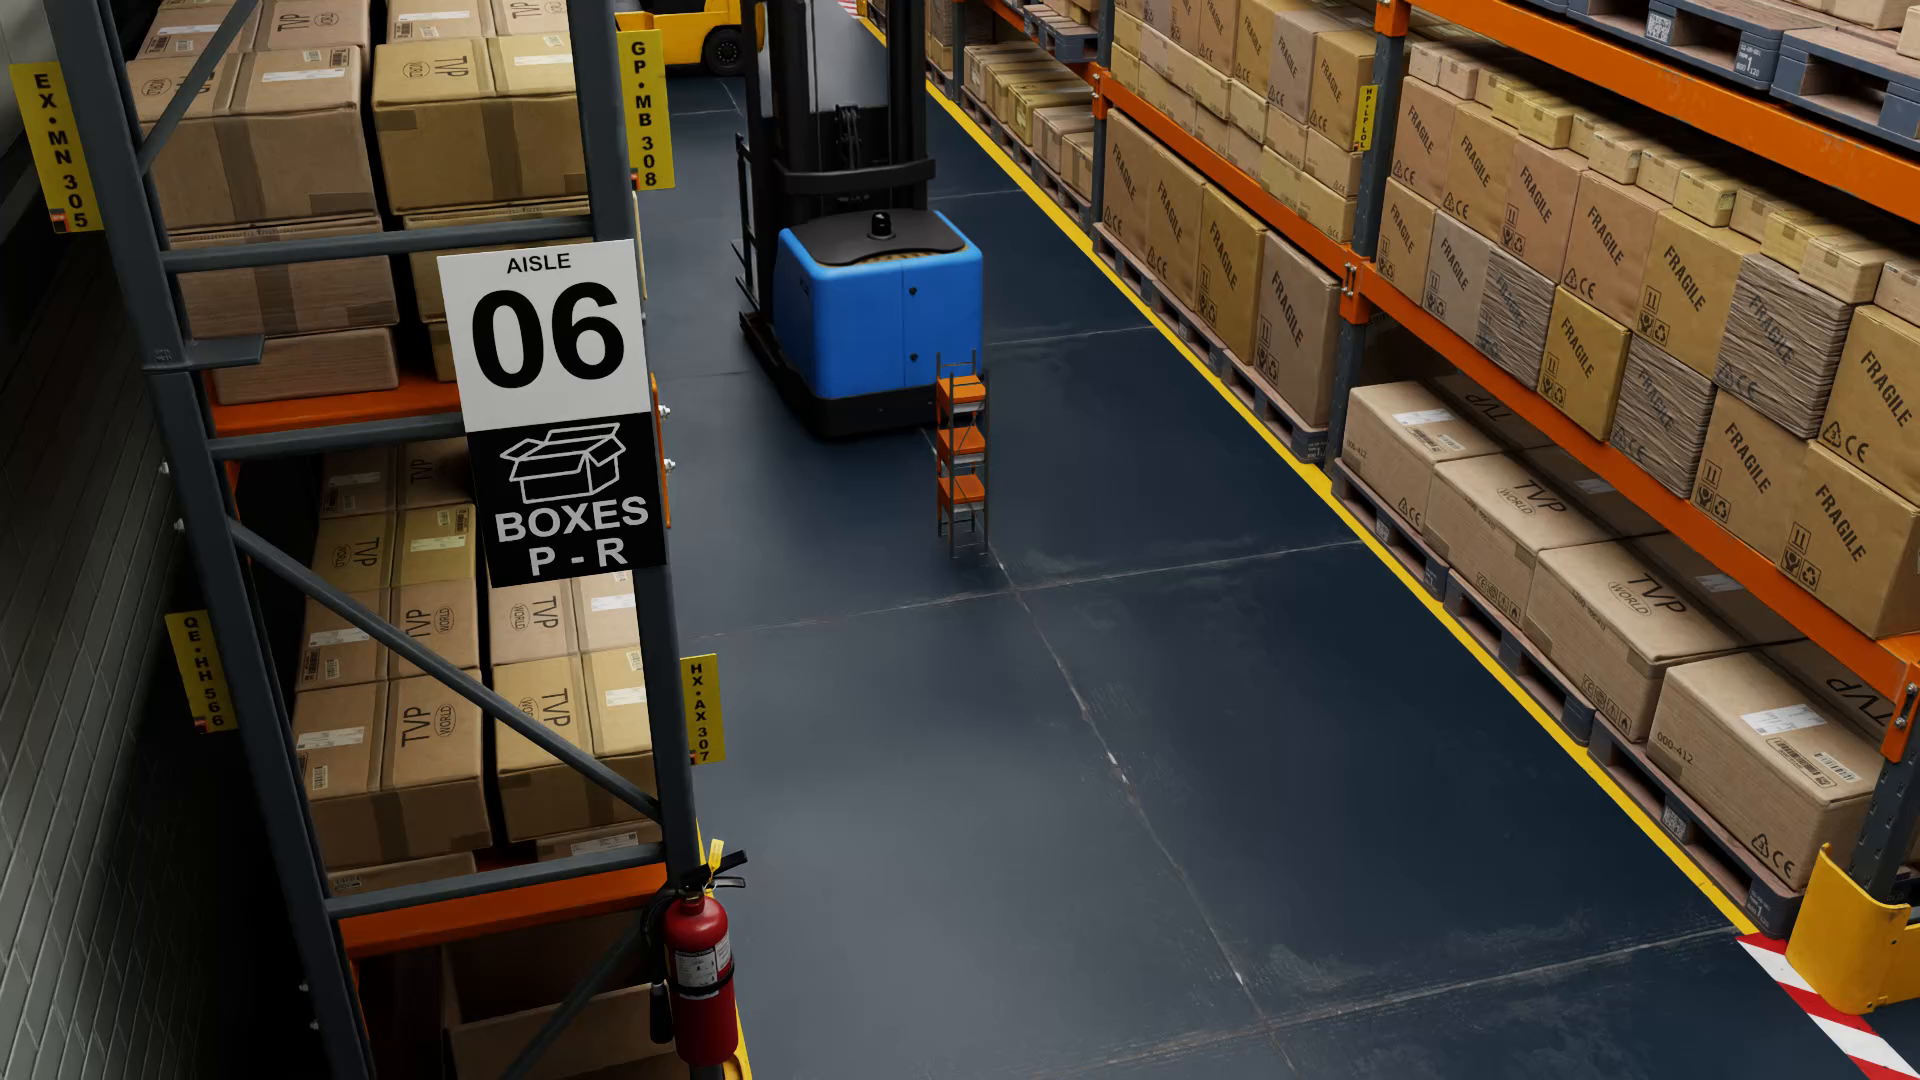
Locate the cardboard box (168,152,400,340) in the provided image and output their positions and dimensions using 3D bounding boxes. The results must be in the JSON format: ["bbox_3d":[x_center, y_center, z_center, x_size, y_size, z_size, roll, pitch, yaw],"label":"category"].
[{"bbox_3d":[-1.550,-0.667,3.767,0.500,0.250,0.500,-8,31,-14],"label":"cardboard box"}]

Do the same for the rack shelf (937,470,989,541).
[{"bbox_3d":[0.014,-0.179,8.587,0.215,0.259,0.240,-8,31,-13],"label":"rack shelf"}]

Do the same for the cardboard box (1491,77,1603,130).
[{"bbox_3d":[2.586,-1.922,7.331,0.380,0.149,0.250,-8,31,-14],"label":"cardboard box"}]

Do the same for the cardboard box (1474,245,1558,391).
[{"bbox_3d":[2.681,-1.017,7.413,0.500,0.500,0.500,-8,31,-13],"label":"cardboard box"}]

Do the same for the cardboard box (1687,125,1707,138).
[{"bbox_3d":[3.220,-1.745,7.024,0.380,0.149,0.250,-8,31,-14],"label":"cardboard box"}]

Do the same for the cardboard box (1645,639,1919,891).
[{"bbox_3d":[3.343,0.833,6.454,0.875,0.438,0.875,-9,31,-15],"label":"cardboard box"}]

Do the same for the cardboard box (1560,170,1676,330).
[{"bbox_3d":[2.831,-1.196,6.725,0.500,0.500,0.500,-8,31,-14],"label":"cardboard box"}]

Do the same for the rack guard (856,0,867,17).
[{"bbox_3d":[-0.612,-6.397,19.303,1.175,0.500,0.348,-8,31,-13],"label":"rack guard"}]

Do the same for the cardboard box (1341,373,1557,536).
[{"bbox_3d":[2.616,-0.475,8.716,0.875,0.438,0.875,-8,31,-14],"label":"cardboard box"}]

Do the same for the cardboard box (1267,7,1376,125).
[{"bbox_3d":[2.048,-2.627,9.197,0.500,0.500,0.500,-7,31,-12],"label":"cardboard box"}]

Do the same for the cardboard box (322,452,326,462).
[{"bbox_3d":[-2.086,-0.356,6.224,0.500,0.250,0.500,-7,31,-12],"label":"cardboard box"}]

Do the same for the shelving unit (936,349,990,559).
[{"bbox_3d":[0.014,-0.429,8.442,0.215,1.050,0.252,-8,31,-13],"label":"shelving unit"}]

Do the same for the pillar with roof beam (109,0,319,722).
[{"bbox_3d":[1.235,-3.771,6.282,9.100,9.000,0.400,-8,31,-13],"label":"pillar with roof beam"}]

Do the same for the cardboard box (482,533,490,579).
[{"bbox_3d":[-1.302,0.067,5.493,0.500,0.250,0.500,-8,31,-14],"label":"cardboard box"}]

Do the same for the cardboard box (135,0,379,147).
[{"bbox_3d":[-1.694,-1.134,4.074,0.500,0.250,0.500,-9,31,-15],"label":"cardboard box"}]

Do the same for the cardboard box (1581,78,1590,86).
[{"bbox_3d":[2.964,-2.107,7.650,0.380,0.149,0.250,-8,31,-13],"label":"cardboard box"}]

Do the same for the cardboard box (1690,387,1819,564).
[{"bbox_3d":[3.113,-0.274,6.129,0.500,0.500,0.500,-8,31,-14],"label":"cardboard box"}]

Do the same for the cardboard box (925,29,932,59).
[{"bbox_3d":[-0.137,-5.081,16.860,0.500,0.250,0.500,-9,31,-15],"label":"cardboard box"}]

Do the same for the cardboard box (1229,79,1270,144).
[{"bbox_3d":[1.919,-2.542,9.798,0.500,0.250,0.500,-7,31,-12],"label":"cardboard box"}]

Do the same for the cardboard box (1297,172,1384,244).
[{"bbox_3d":[2.191,-1.838,9.081,0.500,0.250,0.500,-9,31,-14],"label":"cardboard box"}]

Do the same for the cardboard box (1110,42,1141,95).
[{"bbox_3d":[1.379,-3.317,11.637,0.500,0.250,0.500,-8,31,-14],"label":"cardboard box"}]

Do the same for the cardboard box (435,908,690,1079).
[{"bbox_3d":[-1.241,1.464,5.299,0.797,0.503,0.637,-9,31,-15],"label":"cardboard box"}]

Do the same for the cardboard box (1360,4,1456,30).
[{"bbox_3d":[2.552,-2.689,9.303,0.500,0.500,0.500,-8,31,-14],"label":"cardboard box"}]

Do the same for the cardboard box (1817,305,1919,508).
[{"bbox_3d":[3.257,-0.465,5.462,0.500,0.500,0.500,-7,31,-12],"label":"cardboard box"}]

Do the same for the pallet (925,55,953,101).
[{"bbox_3d":[0.217,-4.697,16.654,1.003,0.211,1.213,-8,31,-13],"label":"pallet"}]

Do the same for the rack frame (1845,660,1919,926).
[{"bbox_3d":[3.615,0.212,5.390,1.000,3.000,0.127,-8,31,-13],"label":"rack frame"}]

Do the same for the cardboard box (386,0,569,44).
[{"bbox_3d":[-1.162,-1.201,4.189,0.500,0.250,0.500,-8,31,-14],"label":"cardboard box"}]

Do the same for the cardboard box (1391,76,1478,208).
[{"bbox_3d":[2.446,-1.934,7.999,0.500,0.500,0.500,-8,31,-13],"label":"cardboard box"}]

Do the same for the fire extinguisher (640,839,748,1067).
[{"bbox_3d":[-0.685,1.078,4.343,0.296,0.674,0.183,-8,31,-13],"label":"fire extinguisher"}]

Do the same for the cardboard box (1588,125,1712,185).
[{"bbox_3d":[2.773,-1.552,6.691,0.380,0.149,0.250,-8,31,-13],"label":"cardboard box"}]

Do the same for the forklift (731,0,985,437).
[{"bbox_3d":[-0.827,-2.593,10.303,1.130,2.935,3.031,-10,32,-17],"label":"forklift"}]

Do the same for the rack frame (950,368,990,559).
[{"bbox_3d":[0.047,-0.370,8.341,0.200,1.050,0.008,-8,31,-13],"label":"rack frame"}]

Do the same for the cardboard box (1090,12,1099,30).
[{"bbox_3d":[1.178,-3.852,12.242,0.380,0.149,0.250,-7,31,-11],"label":"cardboard box"}]

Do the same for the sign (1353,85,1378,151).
[{"bbox_3d":[2.033,-2.110,8.325,0.100,0.325,0.005,-8,31,-13],"label":"sign"}]

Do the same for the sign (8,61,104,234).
[{"bbox_3d":[-1.710,-0.744,3.162,0.100,0.325,0.005,-8,31,-13],"label":"sign"}]

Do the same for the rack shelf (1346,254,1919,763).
[{"bbox_3d":[3.084,-0.443,7.239,1.077,0.370,4.000,-8,31,-13],"label":"rack shelf"}]

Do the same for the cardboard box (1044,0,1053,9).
[{"bbox_3d":[0.868,-4.210,12.861,0.380,0.149,0.250,-9,31,-16],"label":"cardboard box"}]

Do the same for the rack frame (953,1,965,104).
[{"bbox_3d":[0.430,-5.584,15.403,1.000,3.000,0.127,-8,31,-13],"label":"rack frame"}]

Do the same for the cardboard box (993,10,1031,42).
[{"bbox_3d":[0.534,-5.221,16.353,0.500,0.500,0.500,-6,31,-11],"label":"cardboard box"}]

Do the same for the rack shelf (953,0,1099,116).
[{"bbox_3d":[0.961,-4.307,13.914,1.077,0.370,4.000,-8,31,-13],"label":"rack shelf"}]

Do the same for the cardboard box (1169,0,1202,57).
[{"bbox_3d":[1.650,-3.367,10.475,0.500,0.500,0.500,-7,31,-12],"label":"cardboard box"}]

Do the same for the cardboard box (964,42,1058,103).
[{"bbox_3d":[0.571,-4.375,15.519,0.950,0.372,0.625,-7,31,-13],"label":"cardboard box"}]

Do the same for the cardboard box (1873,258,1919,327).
[{"bbox_3d":[3.236,-0.811,5.412,0.380,0.149,0.250,-7,31,-12],"label":"cardboard box"}]

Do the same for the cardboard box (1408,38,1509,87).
[{"bbox_3d":[2.387,-2.290,7.966,0.380,0.149,0.250,-8,31,-14],"label":"cardboard box"}]

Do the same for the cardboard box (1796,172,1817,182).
[{"bbox_3d":[3.457,-1.382,6.397,0.380,0.149,0.250,-8,31,-13],"label":"cardboard box"}]

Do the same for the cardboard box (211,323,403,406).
[{"bbox_3d":[-1.478,-0.440,3.772,0.380,0.149,0.250,-7,31,-12],"label":"cardboard box"}]

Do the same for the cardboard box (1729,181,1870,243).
[{"bbox_3d":[3.058,-1.187,6.062,0.380,0.149,0.250,-8,31,-14],"label":"cardboard box"}]

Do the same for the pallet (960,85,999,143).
[{"bbox_3d":[0.638,-4.001,15.452,1.003,0.211,1.213,-8,31,-13],"label":"pallet"}]

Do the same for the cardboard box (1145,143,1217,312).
[{"bbox_3d":[1.827,-2.138,11.152,0.875,0.875,0.875,-7,31,-13],"label":"cardboard box"}]

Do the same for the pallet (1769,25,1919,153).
[{"bbox_3d":[3.408,-1.405,5.277,1.003,0.211,1.213,-8,31,-13],"label":"pallet"}]

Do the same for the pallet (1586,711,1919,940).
[{"bbox_3d":[3.327,1.043,6.738,1.003,0.211,1.213,-8,31,-13],"label":"pallet"}]

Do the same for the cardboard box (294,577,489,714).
[{"bbox_3d":[-1.683,0.374,4.963,0.500,0.250,0.500,-8,31,-13],"label":"cardboard box"}]

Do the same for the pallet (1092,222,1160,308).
[{"bbox_3d":[1.628,-2.054,12.089,1.003,0.211,1.213,-8,31,-13],"label":"pallet"}]

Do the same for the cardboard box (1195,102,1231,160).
[{"bbox_3d":[1.800,-2.580,10.362,0.500,0.250,0.500,-8,31,-13],"label":"cardboard box"}]

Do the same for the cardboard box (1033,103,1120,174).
[{"bbox_3d":[1.148,-3.326,13.706,0.950,0.372,0.625,-8,31,-14],"label":"cardboard box"}]

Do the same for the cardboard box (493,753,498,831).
[{"bbox_3d":[-1.525,0.727,4.750,0.380,0.149,0.250,-7,31,-12],"label":"cardboard box"}]

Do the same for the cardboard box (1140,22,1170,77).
[{"bbox_3d":[1.524,-3.276,11.066,0.500,0.250,0.500,-7,31,-12],"label":"cardboard box"}]
